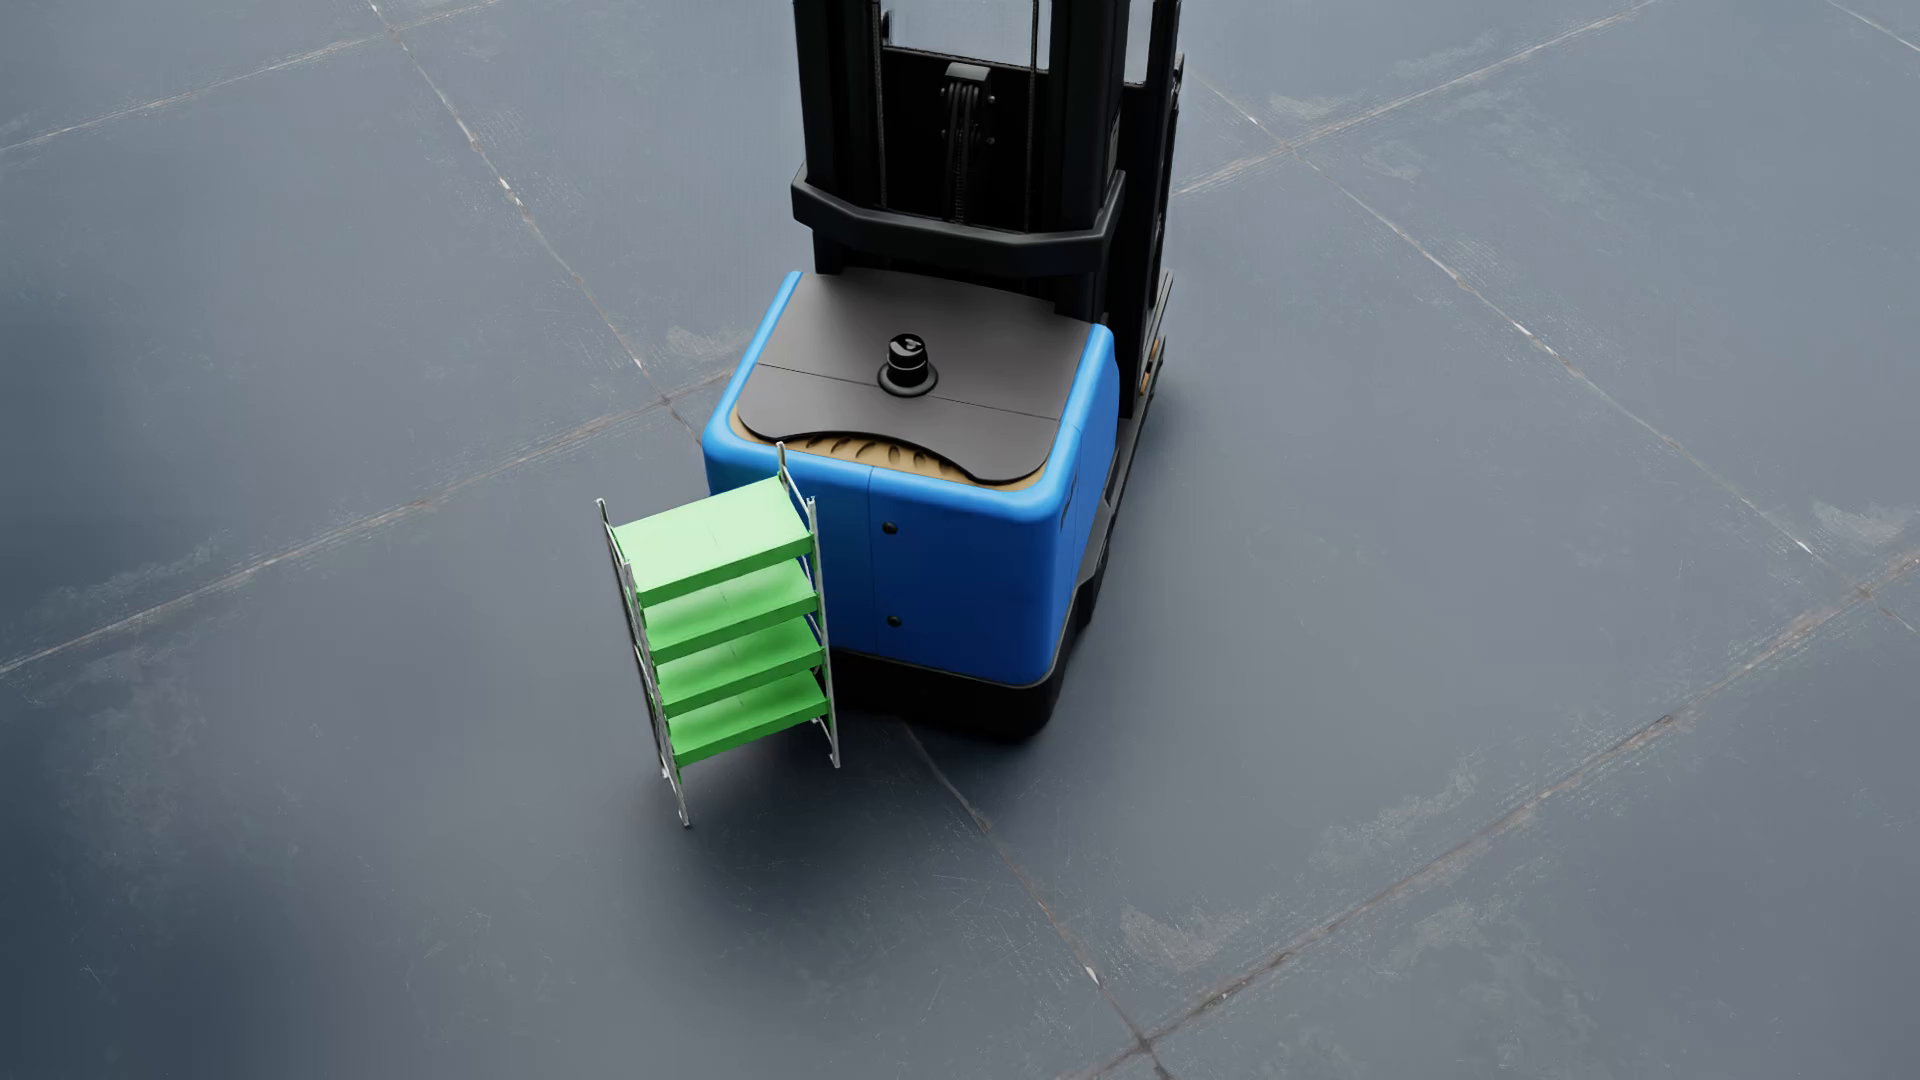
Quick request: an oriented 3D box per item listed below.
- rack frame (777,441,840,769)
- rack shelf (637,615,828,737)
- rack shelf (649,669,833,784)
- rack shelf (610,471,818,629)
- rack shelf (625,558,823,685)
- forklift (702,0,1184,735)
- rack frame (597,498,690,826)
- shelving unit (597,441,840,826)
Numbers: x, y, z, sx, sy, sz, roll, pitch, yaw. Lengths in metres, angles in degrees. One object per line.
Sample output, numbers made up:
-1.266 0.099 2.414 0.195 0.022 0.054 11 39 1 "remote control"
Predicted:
-0.426 0.223 4.748 0.015 1.200 0.240 -19 51 -16 "rack frame"
-0.647 0.342 4.728 0.480 0.148 0.258 -19 51 -16 "rack shelf"
-0.647 0.501 4.907 0.480 0.148 0.258 -19 51 -16 "rack shelf"
-0.647 0.023 4.369 0.480 0.148 0.258 -19 51 -16 "rack shelf"
-0.647 0.182 4.549 0.480 0.148 0.258 -19 51 -16 "rack shelf"
0.146 -1.501 5.124 1.130 2.935 3.031 11 49 10 "forklift"
-0.869 0.376 4.612 0.015 1.200 0.240 -19 51 -16 "rack frame"
-0.647 0.299 4.680 0.503 1.200 0.258 -19 51 -16 "shelving unit"
